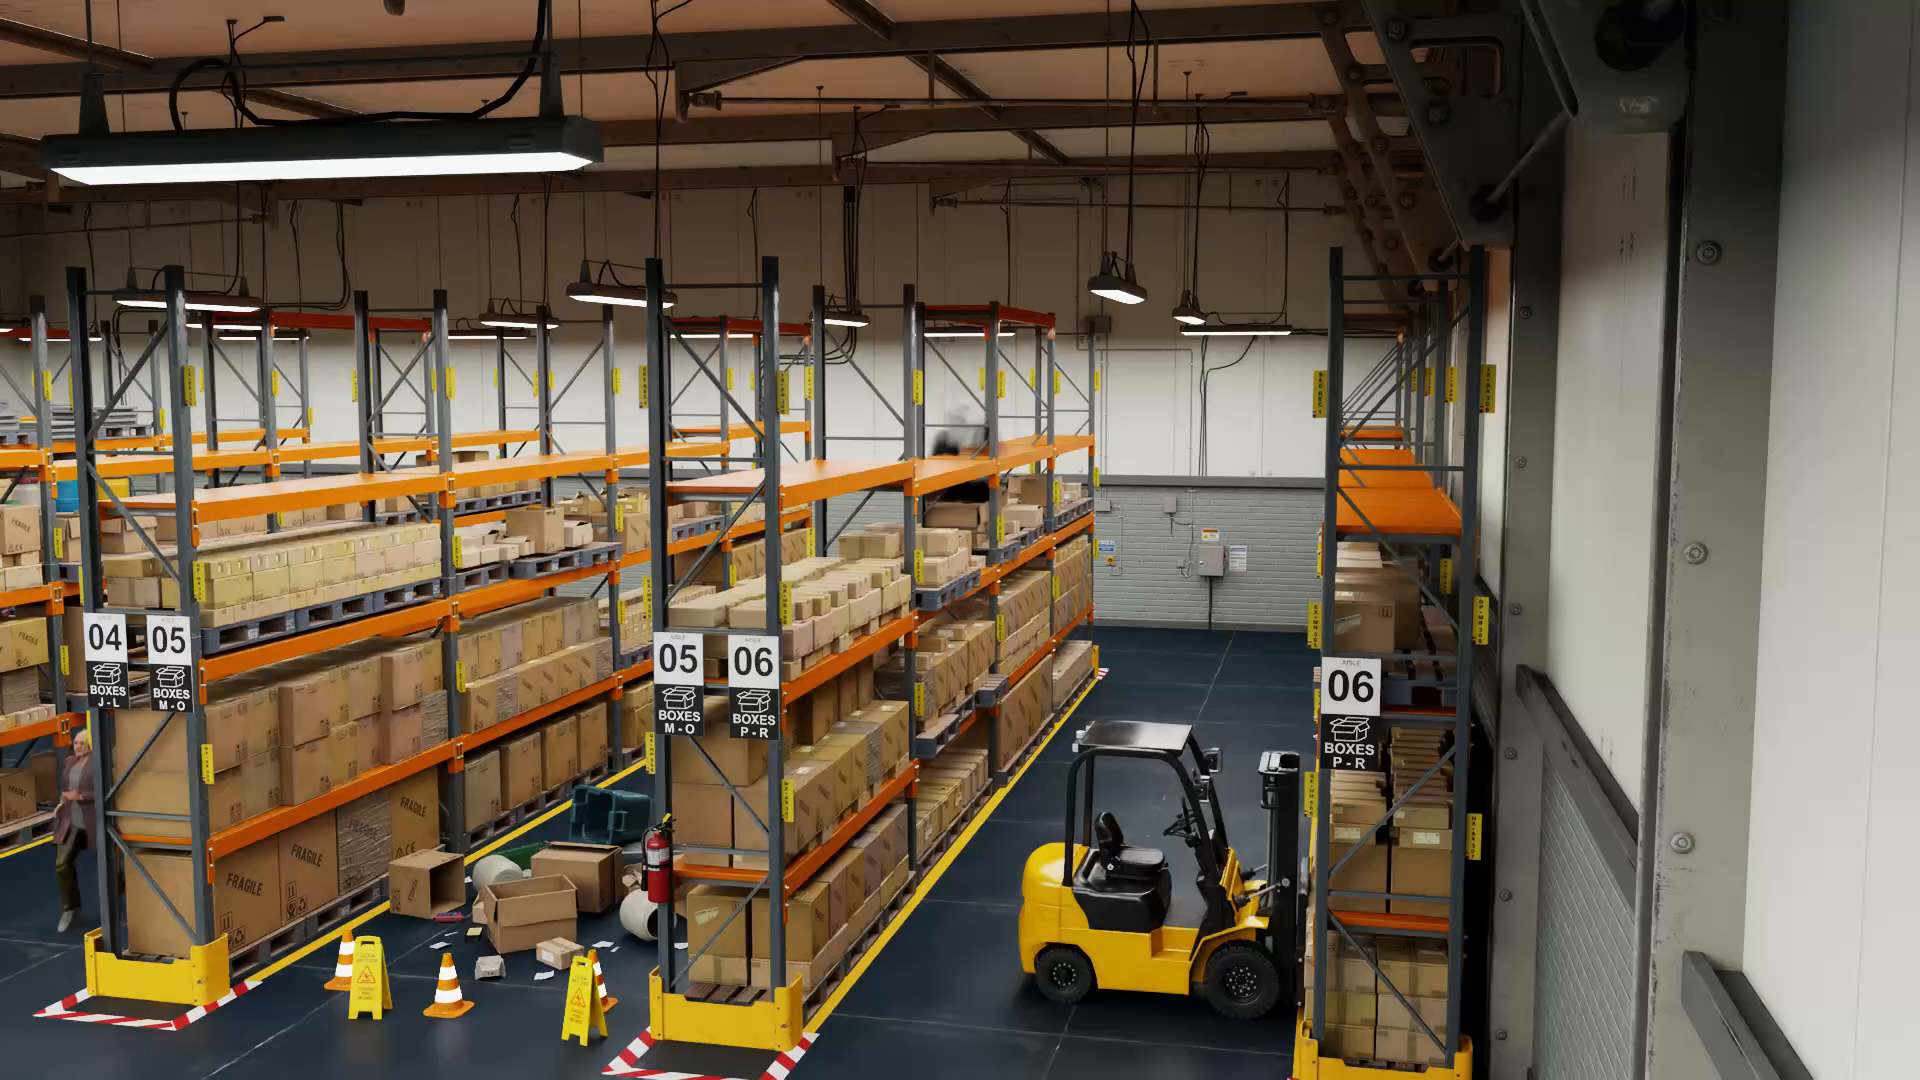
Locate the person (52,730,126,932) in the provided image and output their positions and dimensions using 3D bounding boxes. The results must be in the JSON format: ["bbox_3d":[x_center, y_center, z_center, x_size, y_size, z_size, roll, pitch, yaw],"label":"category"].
[{"bbox_3d":[-8.211,2.701,15.662,0.674,1.850,0.859,0,6,2],"label":"person"}]

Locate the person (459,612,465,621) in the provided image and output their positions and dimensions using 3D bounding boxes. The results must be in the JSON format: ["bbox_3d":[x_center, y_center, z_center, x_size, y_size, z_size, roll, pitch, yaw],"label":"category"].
[{"bbox_3d":[-7.465,1.863,24.842,0.484,1.616,0.793,1,6,13],"label":"person"}]
